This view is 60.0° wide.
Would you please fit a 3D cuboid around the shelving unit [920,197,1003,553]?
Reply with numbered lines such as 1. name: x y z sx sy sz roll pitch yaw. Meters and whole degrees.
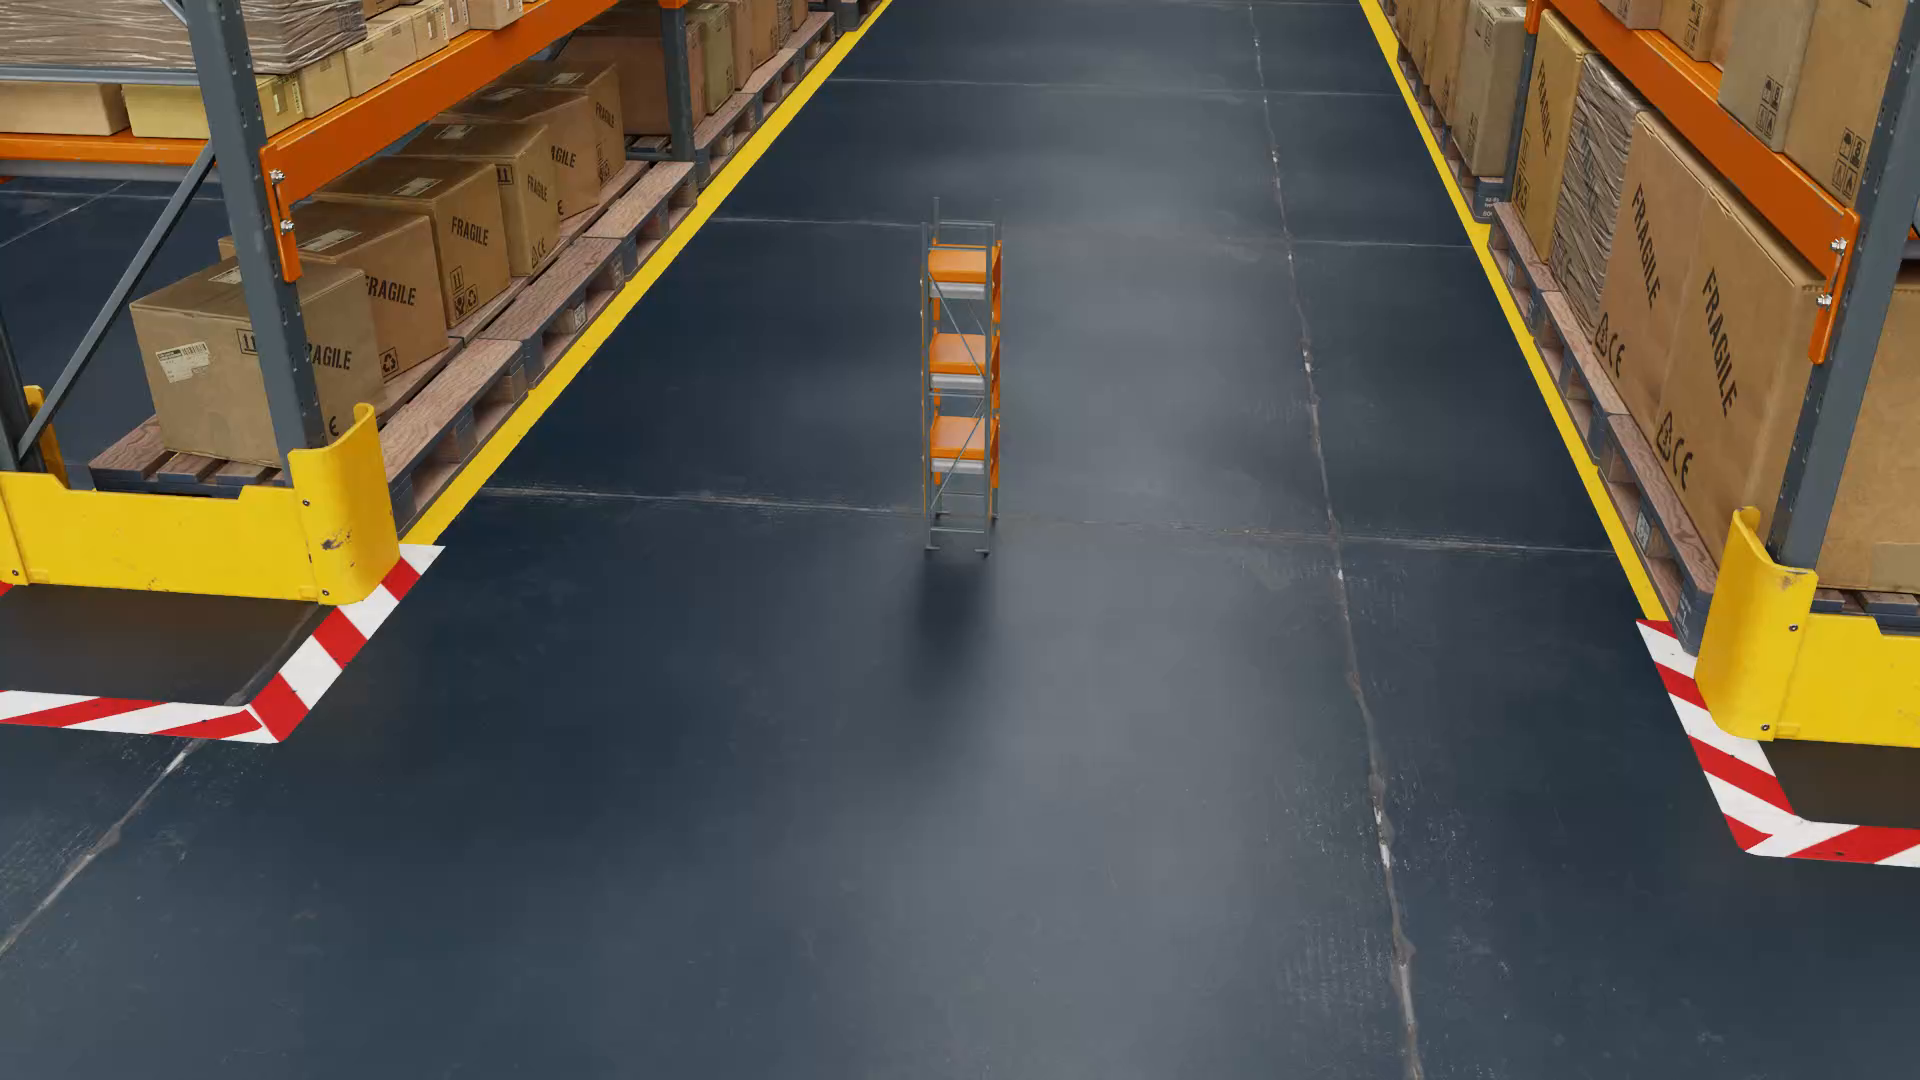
1. shelving unit: 0.007 -0.487 5.048 0.215 1.050 0.252 3 28 6

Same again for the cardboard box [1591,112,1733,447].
1. cardboard box: 2.700 -0.855 5.472 0.875 0.875 0.875 3 28 5

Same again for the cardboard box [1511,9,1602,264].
1. cardboard box: 2.920 -1.709 7.056 0.875 0.875 0.875 4 29 7

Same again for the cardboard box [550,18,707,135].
1. cardboard box: -1.747 -2.468 8.840 0.700 0.500 0.500 1 28 2

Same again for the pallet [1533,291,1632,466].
1. pallet: 2.749 -0.594 6.131 1.003 0.211 1.213 3 28 6

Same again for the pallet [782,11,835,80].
1. pallet: -1.451 -3.374 11.291 1.003 0.211 1.213 3 28 6

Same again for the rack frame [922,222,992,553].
1. rack frame: -0.008 -0.430 4.941 0.200 1.050 0.008 3 28 6

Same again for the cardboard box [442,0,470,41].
1. cardboard box: -1.915 -1.803 5.698 0.380 0.149 0.250 3 28 6

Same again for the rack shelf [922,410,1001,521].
1. rack shelf: 0.007 -0.233 5.185 0.215 0.259 0.240 3 28 6

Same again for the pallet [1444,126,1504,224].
1. pallet: 3.087 -1.891 8.538 1.003 0.211 1.213 3 28 6

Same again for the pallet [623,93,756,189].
1. pallet: -1.750 -2.226 9.159 1.003 0.211 1.213 3 28 6

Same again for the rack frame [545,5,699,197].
1. rack frame: -1.843 -3.087 7.817 1.000 3.000 0.127 3 28 6

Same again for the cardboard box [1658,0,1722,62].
1. cardboard box: 2.840 -1.880 5.419 0.875 0.550 0.500 3 28 6

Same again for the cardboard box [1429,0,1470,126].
1. cardboard box: 3.176 -2.697 9.023 1.050 0.750 0.750 3 28 6

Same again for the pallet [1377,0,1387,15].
1. pallet: 3.806 -4.347 13.096 1.003 0.211 1.213 3 28 6

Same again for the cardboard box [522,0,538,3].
1. cardboard box: -1.776 -2.153 6.348 0.380 0.149 0.250 3 28 6

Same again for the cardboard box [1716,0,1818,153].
1. cardboard box: 2.623 -1.372 4.476 0.875 0.550 0.550 3 28 6

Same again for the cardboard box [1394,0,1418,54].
1. cardboard box: 3.393 -3.547 10.601 1.050 0.750 0.750 3 28 6

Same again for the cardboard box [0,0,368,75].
1. cardboard box: -2.239 -1.636 4.706 0.875 0.500 0.500 3 28 6

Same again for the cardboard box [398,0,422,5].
1. cardboard box: -2.193 -2.112 5.588 0.875 0.500 0.500 3 28 6

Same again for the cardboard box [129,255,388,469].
1. cardboard box: -2.240 -0.582 5.360 0.500 0.500 0.500 9 30 16

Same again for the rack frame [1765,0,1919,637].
1. rack frame: 2.577 -0.868 3.699 1.000 3.000 0.127 3 28 6

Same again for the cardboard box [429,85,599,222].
1. cardboard box: -1.995 -1.715 7.464 0.500 0.500 0.500 13 31 22

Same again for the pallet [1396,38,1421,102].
1. pallet: 3.385 -3.040 10.670 1.003 0.211 1.213 3 28 6

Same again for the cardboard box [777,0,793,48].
1. cardboard box: -1.471 -3.485 10.727 0.700 0.500 0.500 1 28 2

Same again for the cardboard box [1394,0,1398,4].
1. cardboard box: 3.378 -4.043 11.785 0.500 0.500 0.500 3 28 6

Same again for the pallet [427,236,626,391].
1. pallet: -2.038 -0.965 6.819 1.003 0.211 1.213 3 28 6

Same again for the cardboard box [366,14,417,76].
1. cardboard box: -1.957 -1.566 5.259 0.380 0.149 0.250 3 28 6

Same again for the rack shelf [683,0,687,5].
1. rack shelf: -1.598 -3.712 9.735 1.077 0.370 4.000 3 28 6

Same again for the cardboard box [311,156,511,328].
1. cardboard box: -2.106 -1.158 6.430 0.500 0.500 0.500 6 29 11

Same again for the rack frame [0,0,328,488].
1. rack frame: -2.334 -1.204 4.322 1.000 3.000 0.127 3 28 6

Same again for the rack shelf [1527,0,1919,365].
1. rack shelf: 2.822 -1.493 5.617 1.077 0.370 4.000 3 28 6

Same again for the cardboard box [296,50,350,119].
1. cardboard box: -2.012 -1.330 4.822 0.380 0.149 0.250 3 28 6

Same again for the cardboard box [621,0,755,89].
1. cardboard box: -1.602 -2.955 9.744 0.700 0.500 0.500 1 28 2

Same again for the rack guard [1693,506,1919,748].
1. rack guard: 2.574 0.243 4.271 1.175 0.500 0.348 3 28 6
